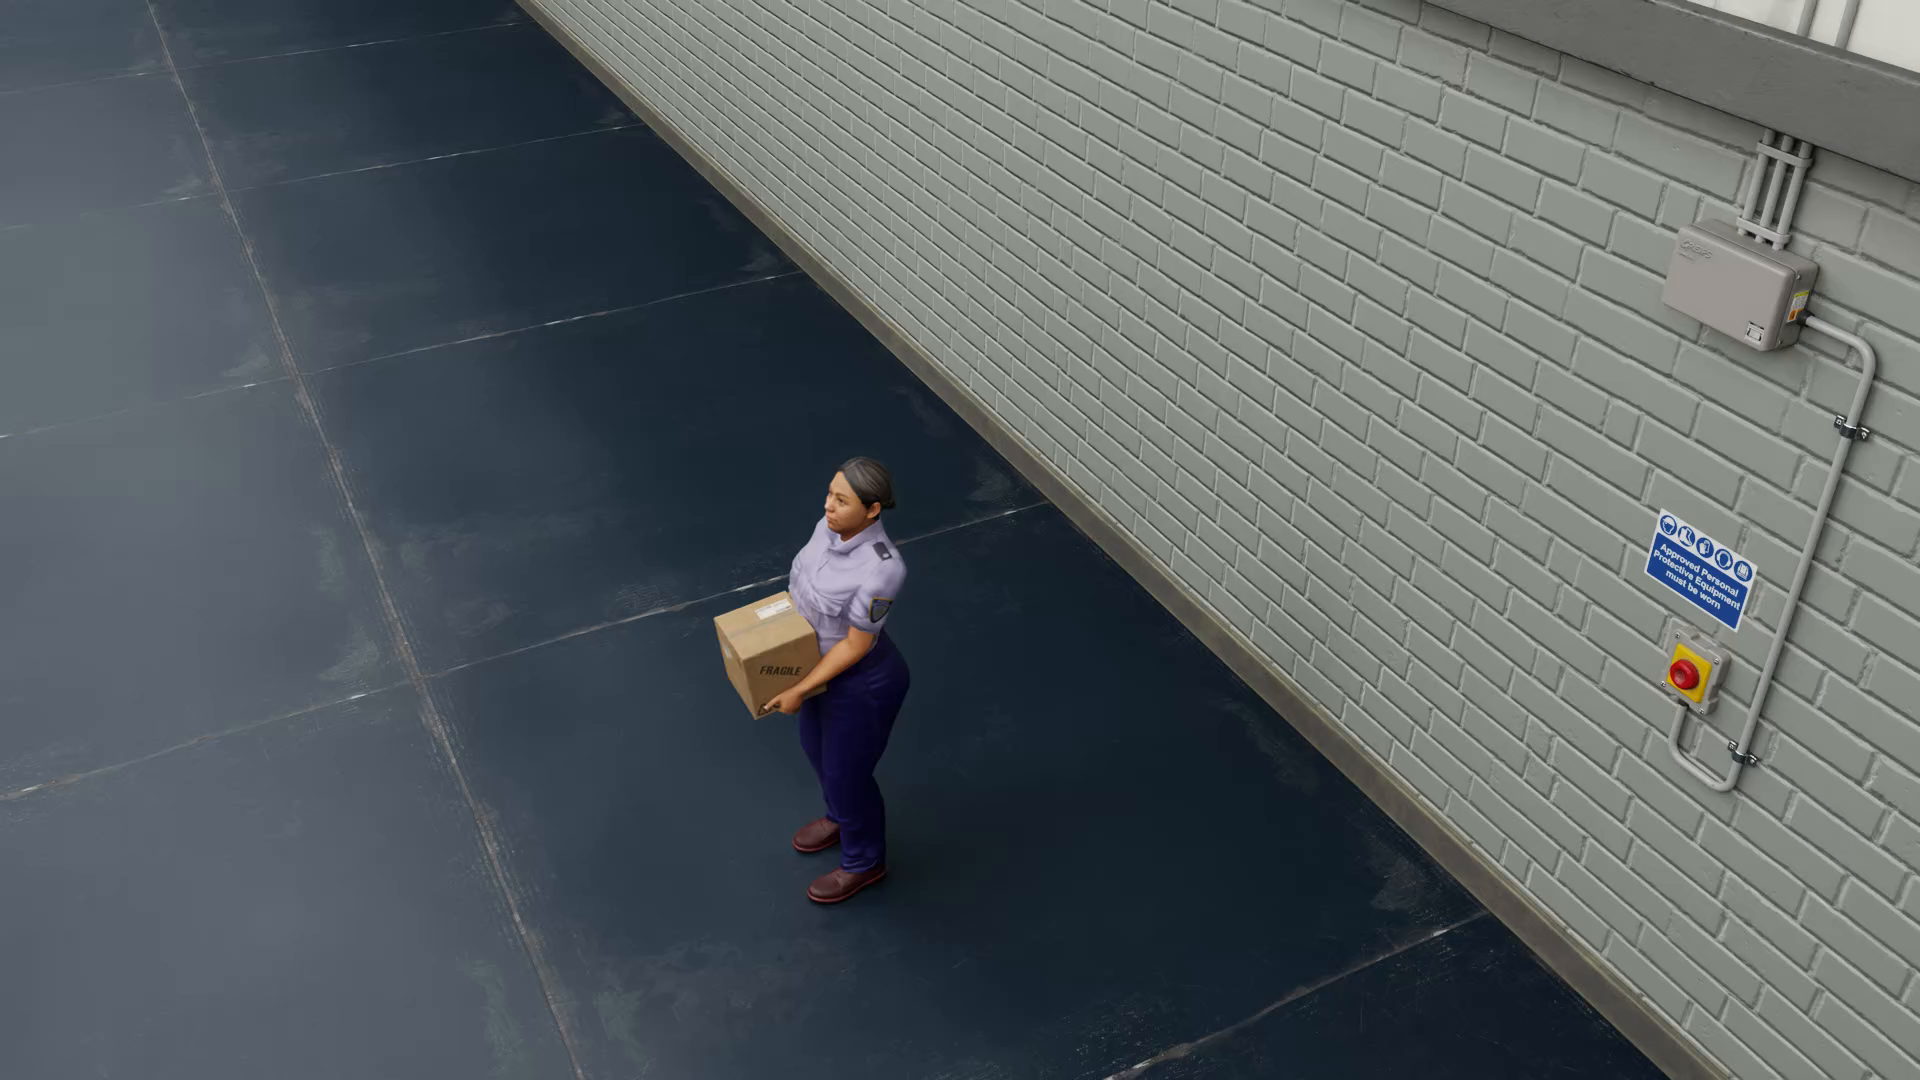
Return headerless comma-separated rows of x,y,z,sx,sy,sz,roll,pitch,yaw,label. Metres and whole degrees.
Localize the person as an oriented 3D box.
-0.439,0.476,5.449,0.519,1.622,0.452,-16,36,-22,person
